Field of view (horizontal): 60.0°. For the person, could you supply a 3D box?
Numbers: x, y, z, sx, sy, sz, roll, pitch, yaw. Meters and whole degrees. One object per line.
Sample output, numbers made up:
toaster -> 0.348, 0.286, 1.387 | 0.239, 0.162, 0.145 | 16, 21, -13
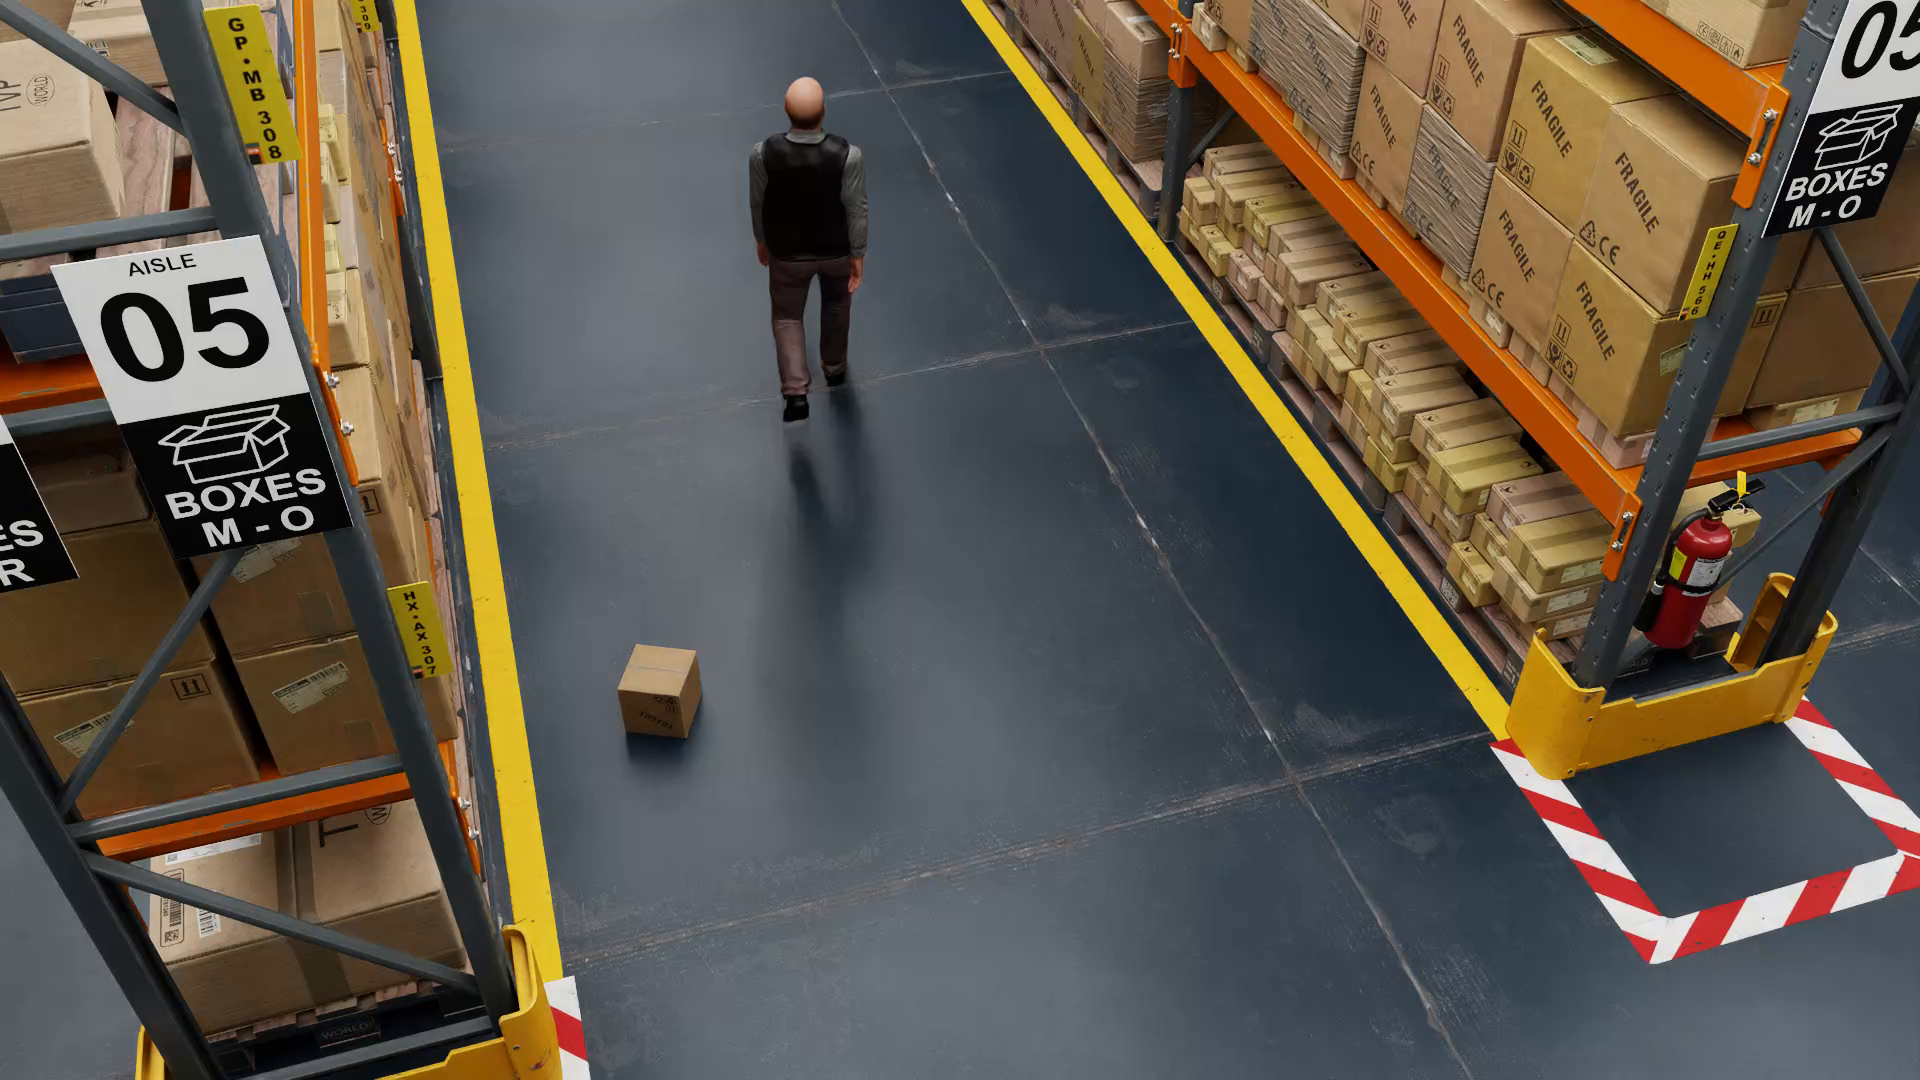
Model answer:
person -> -0.680, -1.325, 7.635 | 0.530, 1.692, 0.839 | -3, 42, -4
